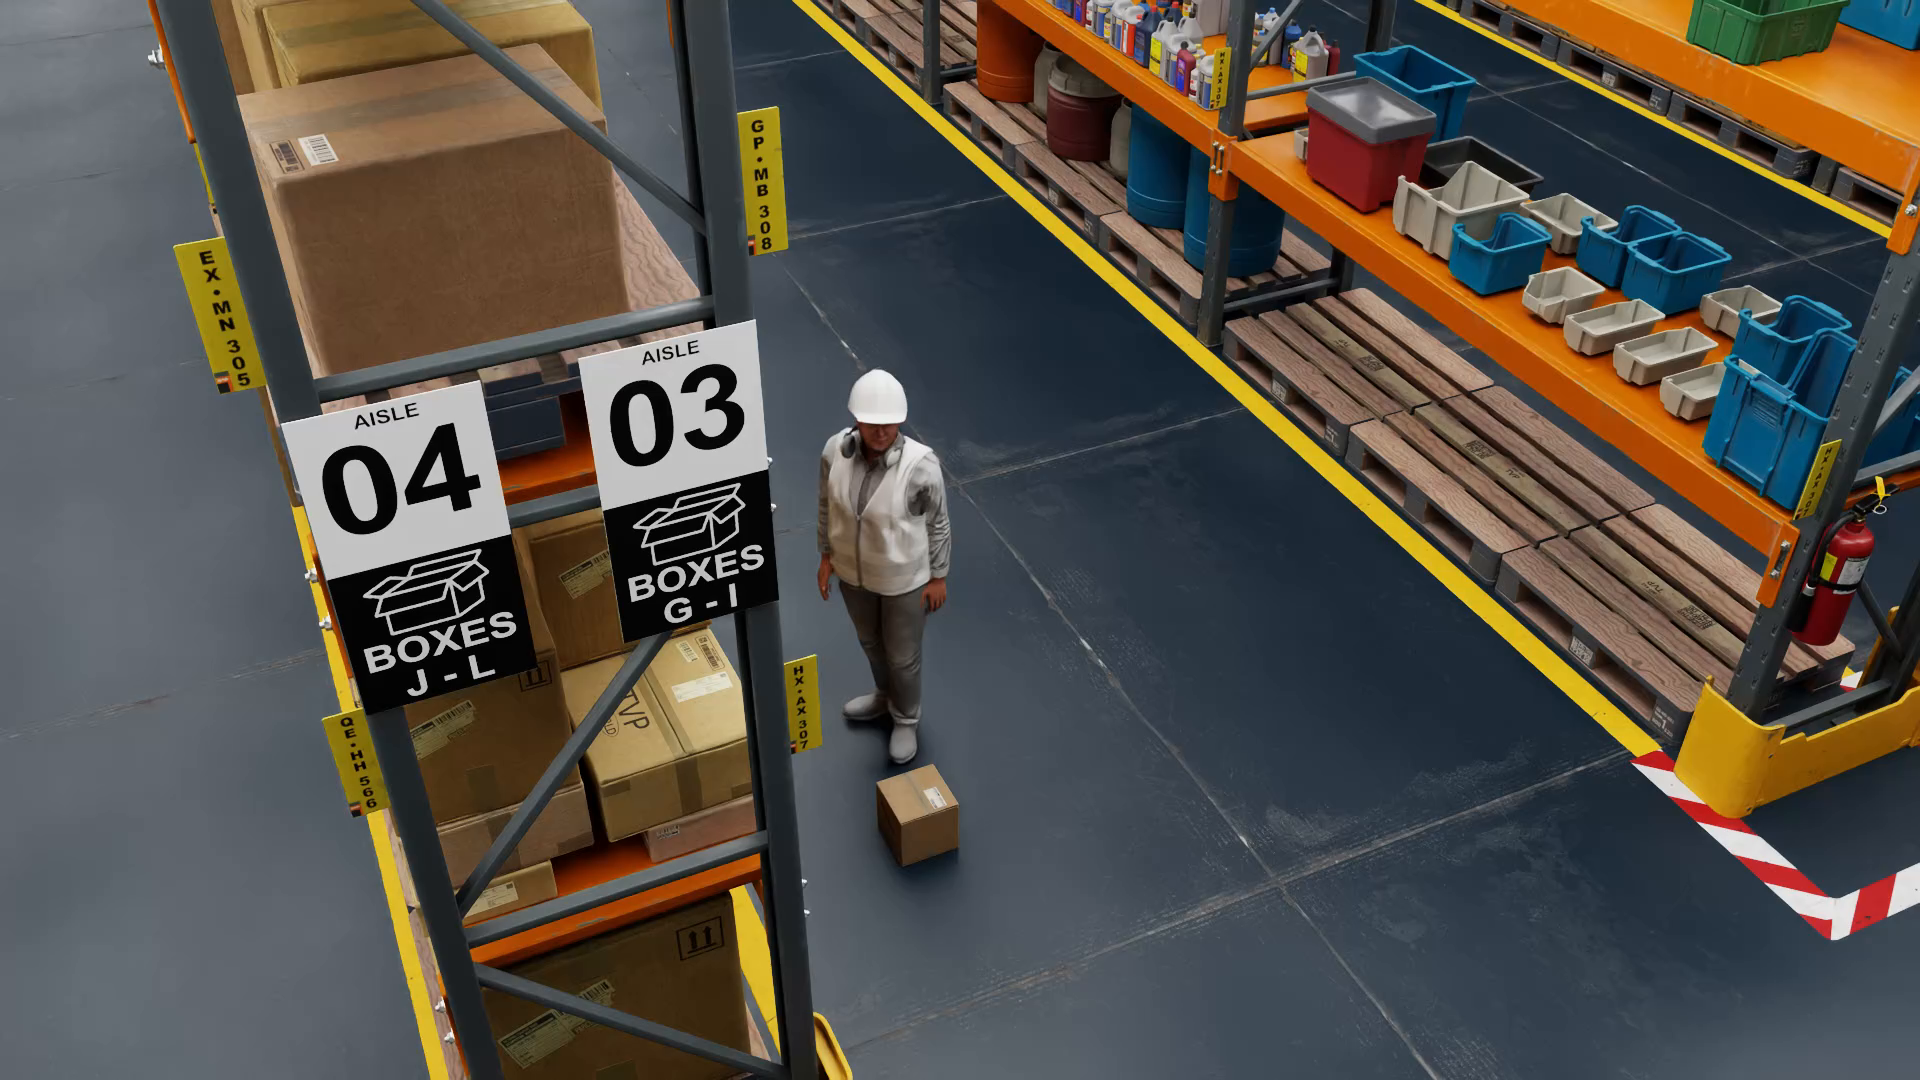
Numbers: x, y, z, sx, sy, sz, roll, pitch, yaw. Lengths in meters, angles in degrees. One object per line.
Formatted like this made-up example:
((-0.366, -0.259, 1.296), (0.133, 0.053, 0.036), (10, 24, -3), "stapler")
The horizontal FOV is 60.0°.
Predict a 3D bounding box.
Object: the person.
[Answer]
((-0.315, 0.103, 6.671), (0.558, 1.776, 0.382), (18, 41, 22), "person")
